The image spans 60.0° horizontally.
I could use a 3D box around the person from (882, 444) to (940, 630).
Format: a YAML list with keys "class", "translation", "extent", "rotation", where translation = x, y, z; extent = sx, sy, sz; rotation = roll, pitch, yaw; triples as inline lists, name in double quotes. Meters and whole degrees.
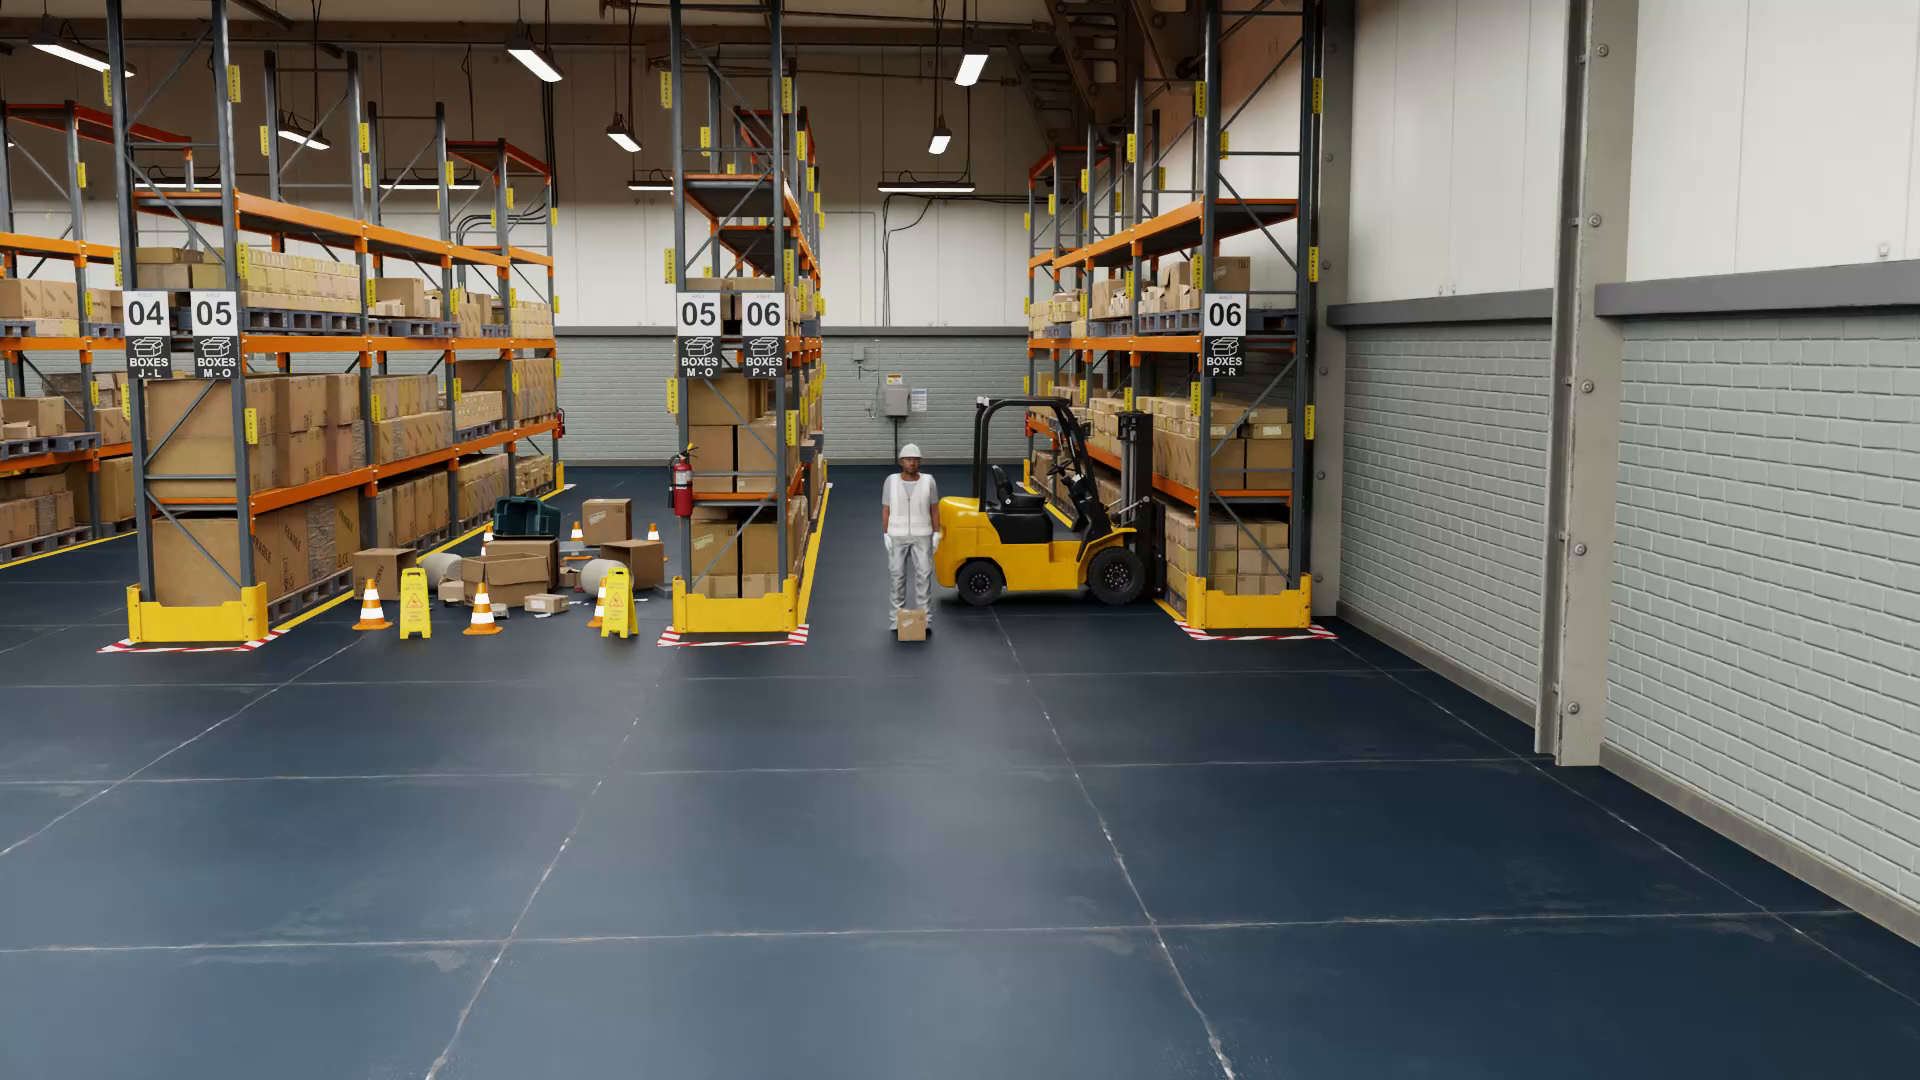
- class: "person"
  translation: [-0.466, -0.019, 15.838]
  extent: [0.550, 1.787, 0.419]
  rotation: [0, 7, -3]
